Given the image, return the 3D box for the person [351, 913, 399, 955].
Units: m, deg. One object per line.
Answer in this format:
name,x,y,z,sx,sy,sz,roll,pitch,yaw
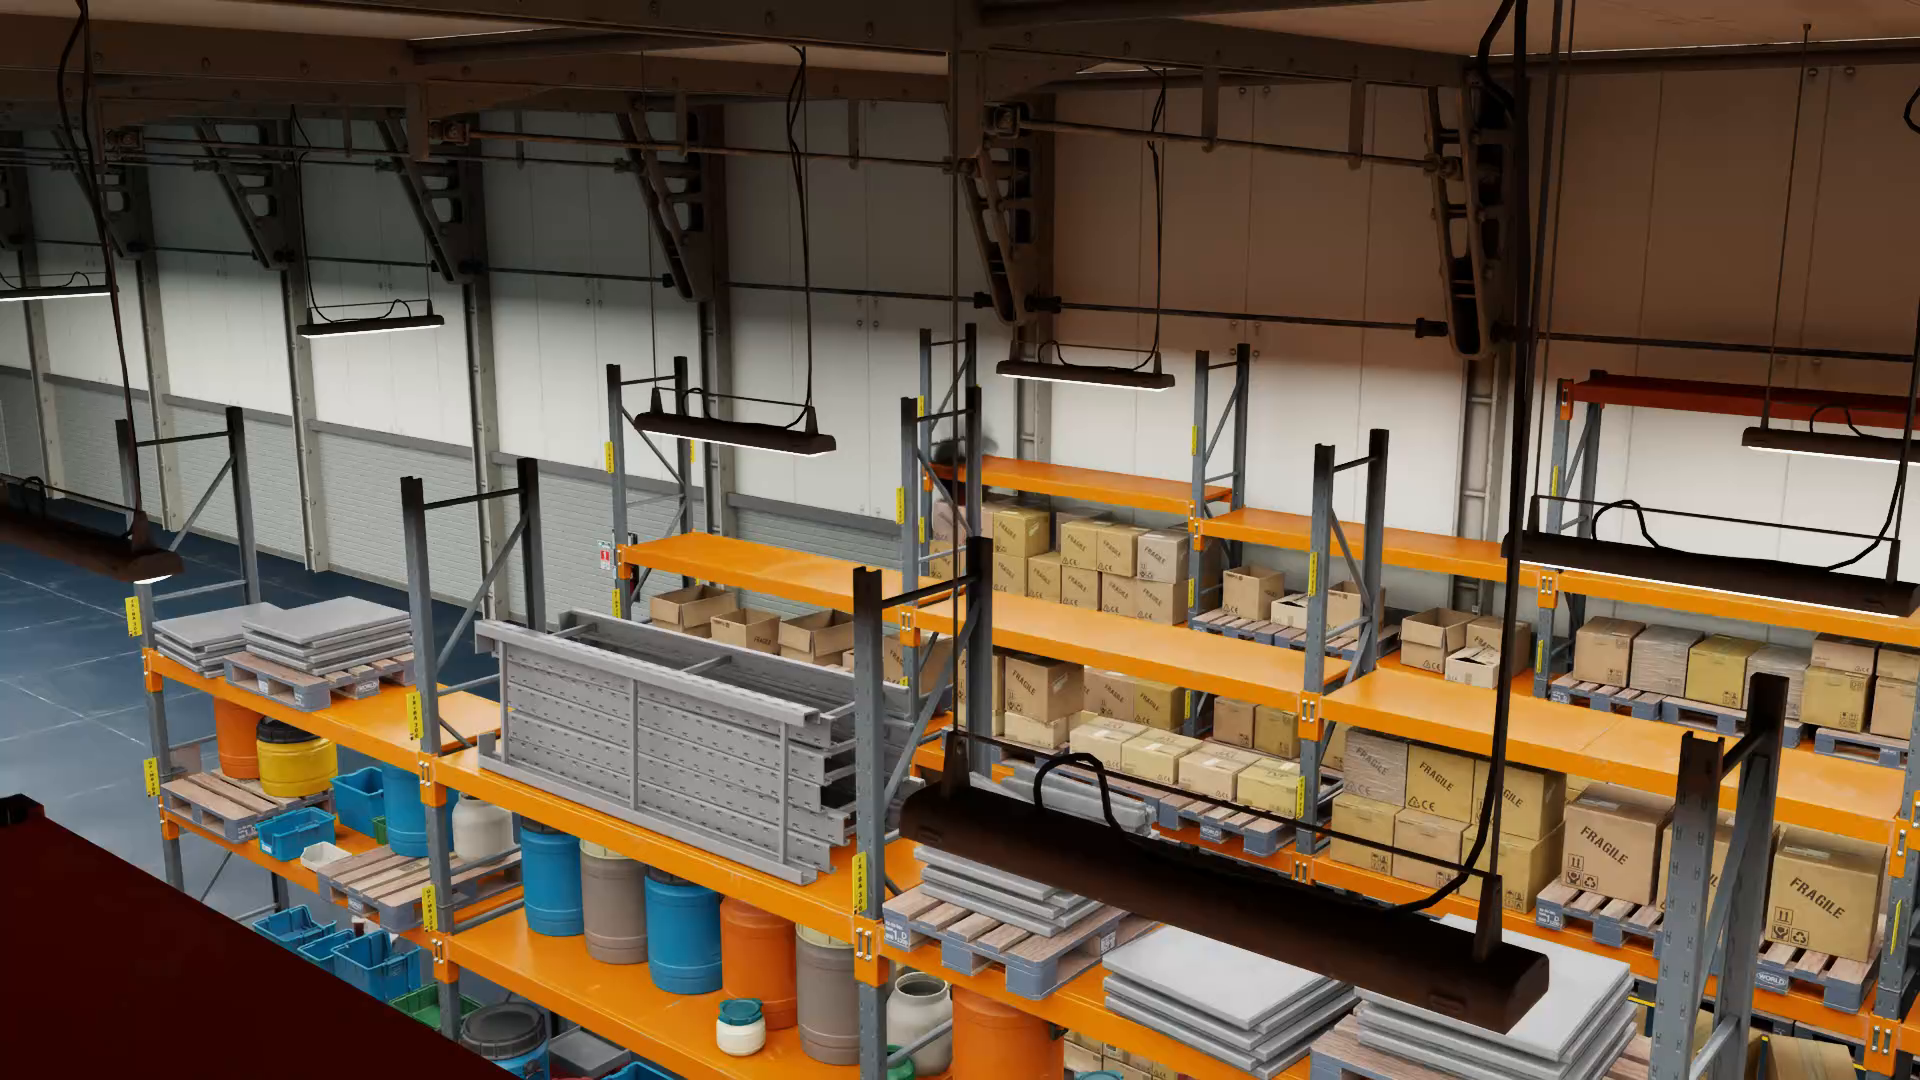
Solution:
person,-5.535,3.759,15.778,0.536,1.710,0.757,7,14,29
